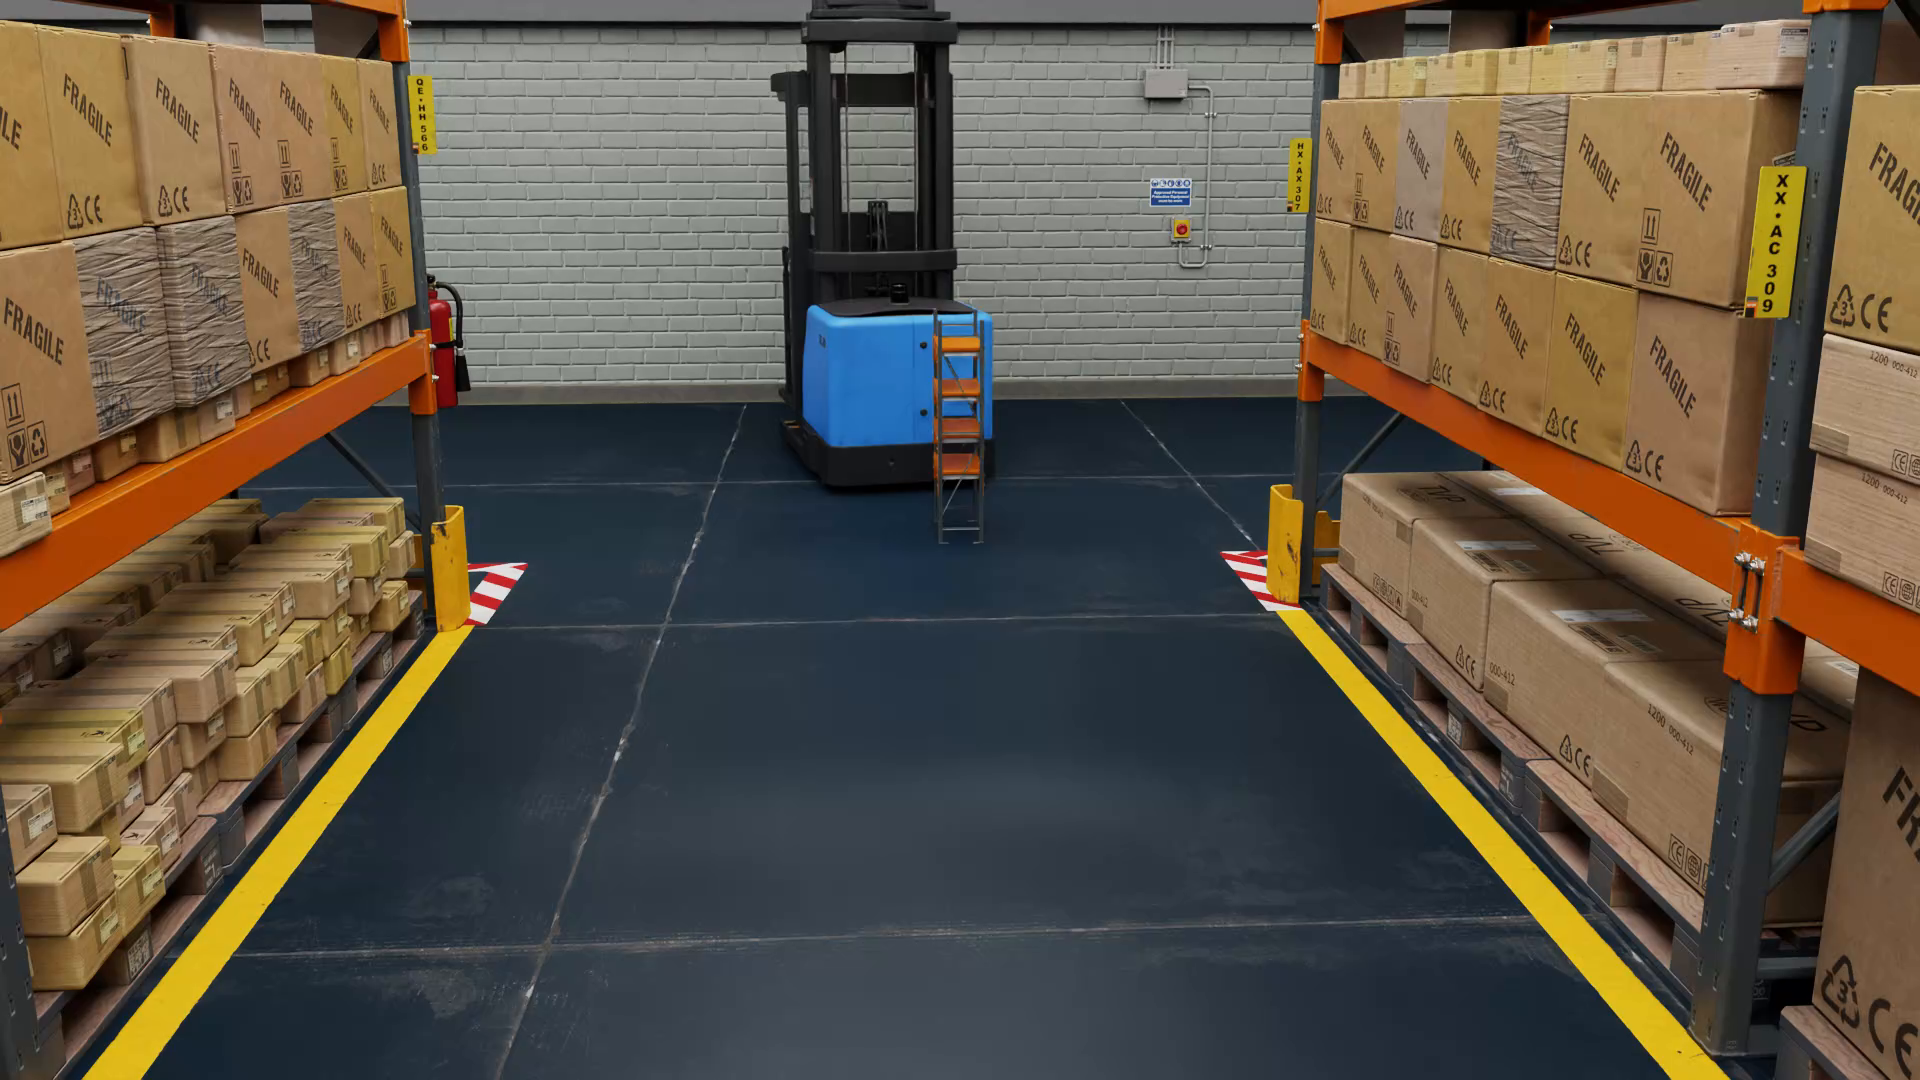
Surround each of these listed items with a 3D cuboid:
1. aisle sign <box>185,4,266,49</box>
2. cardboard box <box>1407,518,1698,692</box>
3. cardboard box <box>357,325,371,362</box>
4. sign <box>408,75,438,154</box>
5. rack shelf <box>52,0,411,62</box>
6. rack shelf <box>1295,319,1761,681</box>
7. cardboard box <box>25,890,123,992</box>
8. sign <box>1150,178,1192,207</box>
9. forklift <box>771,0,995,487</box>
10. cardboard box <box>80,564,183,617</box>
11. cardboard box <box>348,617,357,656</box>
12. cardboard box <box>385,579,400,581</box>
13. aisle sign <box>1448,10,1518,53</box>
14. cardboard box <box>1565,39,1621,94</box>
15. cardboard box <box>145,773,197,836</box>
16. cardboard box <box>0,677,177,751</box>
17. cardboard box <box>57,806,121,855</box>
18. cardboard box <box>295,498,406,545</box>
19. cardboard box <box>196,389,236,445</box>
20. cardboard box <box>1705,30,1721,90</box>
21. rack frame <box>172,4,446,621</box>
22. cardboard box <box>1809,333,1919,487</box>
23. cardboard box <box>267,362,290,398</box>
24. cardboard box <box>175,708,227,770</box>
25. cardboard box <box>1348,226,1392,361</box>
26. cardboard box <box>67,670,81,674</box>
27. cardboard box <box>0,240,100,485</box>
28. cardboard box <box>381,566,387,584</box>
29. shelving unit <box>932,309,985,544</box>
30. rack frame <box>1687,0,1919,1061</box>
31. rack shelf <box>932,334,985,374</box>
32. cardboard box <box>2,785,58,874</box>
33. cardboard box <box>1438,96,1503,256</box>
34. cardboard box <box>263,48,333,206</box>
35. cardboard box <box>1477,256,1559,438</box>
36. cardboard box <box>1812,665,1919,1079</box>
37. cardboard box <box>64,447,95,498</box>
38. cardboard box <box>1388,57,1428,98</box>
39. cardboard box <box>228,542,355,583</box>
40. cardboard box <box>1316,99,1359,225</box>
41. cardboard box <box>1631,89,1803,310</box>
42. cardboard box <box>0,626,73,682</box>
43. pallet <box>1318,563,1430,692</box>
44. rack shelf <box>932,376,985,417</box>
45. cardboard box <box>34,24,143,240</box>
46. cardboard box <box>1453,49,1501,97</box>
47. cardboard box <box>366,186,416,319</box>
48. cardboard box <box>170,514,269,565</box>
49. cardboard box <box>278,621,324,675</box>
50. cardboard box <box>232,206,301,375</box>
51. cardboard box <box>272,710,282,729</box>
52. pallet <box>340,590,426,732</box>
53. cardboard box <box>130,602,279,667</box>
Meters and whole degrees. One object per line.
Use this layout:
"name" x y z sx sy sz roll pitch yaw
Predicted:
"aisle sign" -3.151 -2.367 6.989 0.394 0.787 0.004 -1 14 -3
"cardboard box" 2.293 0.231 6.406 0.875 0.438 0.875 0 14 -2
"cardboard box" -2.536 -0.772 6.510 0.380 0.149 0.250 -1 14 -4
"sign" -2.291 -1.812 7.091 0.100 0.325 0.005 -1 14 -3
"rack shelf" -2.723 -1.701 5.043 1.077 0.370 4.000 -1 14 -3
"rack shelf" 2.212 -0.350 5.812 1.077 0.370 4.000 -1 14 -3
"cardboard box" -2.301 0.982 4.068 0.380 0.149 0.250 -2 15 -6
"sign" 1.663 -2.743 13.127 0.327 0.218 0.001 -1 14 -3
"forklift" -0.643 -2.063 11.164 1.130 2.935 3.031 -4 15 -14
"cardboard box" -3.023 0.191 5.949 0.380 0.149 0.250 0 14 -1
"cardboard box" -2.530 0.401 6.326 0.380 0.149 0.250 -1 14 -3
"cardboard box" -2.606 0.210 7.067 0.380 0.149 0.250 -1 14 -2
"aisle sign" 2.393 -2.478 7.420 0.394 0.787 0.004 -1 14 -3
"cardboard box" 2.000 -1.374 4.836 0.380 0.149 0.250 -1 14 -4
"cardboard box" -2.450 0.792 4.805 0.380 0.149 0.250 -1 14 -5
"cardboard box" -2.475 0.505 4.730 0.380 0.149 0.250 -1 14 -5
"cardboard box" -2.407 0.777 4.269 0.380 0.149 0.250 -1 14 -3
"cardboard box" -2.561 -0.078 6.993 0.380 0.149 0.250 -1 14 -3
"cardboard box" -2.420 -0.380 4.989 0.380 0.149 0.250 0 14 -1
"cardboard box" 2.091 -1.187 4.111 0.380 0.149 0.250 -1 14 -2
"rack frame" -2.847 -1.095 7.261 1.000 3.000 0.127 -1 14 -3
"cardboard box" 2.081 -0.257 3.303 0.500 0.250 0.500 -1 14 -5
"cardboard box" -2.552 -0.574 5.743 0.380 0.149 0.250 -1 15 -6
"cardboard box" -2.466 0.581 5.031 0.380 0.149 0.250 0 14 -1
"cardboard box" 1.890 -0.995 6.674 0.500 0.500 0.500 -1 14 -4
"cardboard box" -2.922 0.466 5.479 0.380 0.149 0.250 0 14 -1
"cardboard box" -2.378 -0.419 3.839 0.500 0.500 0.500 -1 14 -4
"cardboard box" -2.567 0.131 6.778 0.380 0.149 0.250 -1 14 -5
"shelving unit" -0.010 -0.622 9.037 0.258 1.200 0.503 -1 14 -3
"rack frame" 2.335 -0.201 3.789 1.000 3.000 0.127 -1 14 -3
"rack shelf" -0.010 -1.003 8.939 0.258 0.148 0.480 -1 14 -3
"cardboard box" -2.413 0.701 3.968 0.380 0.149 0.250 0 14 -1
"cardboard box" 1.944 -1.225 5.559 0.500 0.500 0.500 -1 14 -3
"cardboard box" -2.497 -1.406 5.667 0.500 0.500 0.500 0 14 -1
"cardboard box" 1.968 -0.614 5.192 0.500 0.500 0.500 -1 14 -4
"cardboard box" 2.454 0.777 3.407 0.875 0.875 0.875 0 14 -2
"cardboard box" -2.449 -0.182 4.219 0.380 0.149 0.250 -2 15 -6
"cardboard box" 1.857 -1.755 6.317 0.380 0.149 0.250 -1 14 -5
"cardboard box" -2.507 0.114 6.250 0.380 0.149 0.250 -1 15 -6
"cardboard box" 1.833 -1.605 7.037 0.500 0.500 0.500 -1 14 -5
"cardboard box" 2.031 -0.847 4.091 0.500 0.500 0.500 -1 14 -4
"cardboard box" -3.035 0.382 5.208 0.380 0.149 0.250 -1 14 -5
"pallet" 2.215 0.352 7.235 1.003 0.211 1.213 -1 14 -3
"rack shelf" -0.010 -0.774 8.998 0.258 0.148 0.480 -1 14 -3
"cardboard box" -2.431 -1.021 4.171 0.500 0.500 0.500 -1 14 -5
"cardboard box" 1.887 -1.564 5.576 0.380 0.149 0.250 -1 14 -5
"cardboard box" -2.562 -1.179 6.792 0.500 0.500 0.500 -1 14 -2
"cardboard box" -3.016 -0.003 6.703 0.380 0.149 0.250 -1 14 -2
"cardboard box" -2.453 0.387 5.783 0.380 0.149 0.250 0 14 -1
"cardboard box" -2.474 -0.801 5.322 0.500 0.500 0.500 0 14 -1
"cardboard box" -2.514 0.596 5.569 0.380 0.149 0.250 0 14 -2
"pallet" -2.827 0.477 6.747 1.003 0.211 1.213 -1 14 -3
"cardboard box" -2.485 0.312 5.481 0.380 0.149 0.250 -1 14 -3
